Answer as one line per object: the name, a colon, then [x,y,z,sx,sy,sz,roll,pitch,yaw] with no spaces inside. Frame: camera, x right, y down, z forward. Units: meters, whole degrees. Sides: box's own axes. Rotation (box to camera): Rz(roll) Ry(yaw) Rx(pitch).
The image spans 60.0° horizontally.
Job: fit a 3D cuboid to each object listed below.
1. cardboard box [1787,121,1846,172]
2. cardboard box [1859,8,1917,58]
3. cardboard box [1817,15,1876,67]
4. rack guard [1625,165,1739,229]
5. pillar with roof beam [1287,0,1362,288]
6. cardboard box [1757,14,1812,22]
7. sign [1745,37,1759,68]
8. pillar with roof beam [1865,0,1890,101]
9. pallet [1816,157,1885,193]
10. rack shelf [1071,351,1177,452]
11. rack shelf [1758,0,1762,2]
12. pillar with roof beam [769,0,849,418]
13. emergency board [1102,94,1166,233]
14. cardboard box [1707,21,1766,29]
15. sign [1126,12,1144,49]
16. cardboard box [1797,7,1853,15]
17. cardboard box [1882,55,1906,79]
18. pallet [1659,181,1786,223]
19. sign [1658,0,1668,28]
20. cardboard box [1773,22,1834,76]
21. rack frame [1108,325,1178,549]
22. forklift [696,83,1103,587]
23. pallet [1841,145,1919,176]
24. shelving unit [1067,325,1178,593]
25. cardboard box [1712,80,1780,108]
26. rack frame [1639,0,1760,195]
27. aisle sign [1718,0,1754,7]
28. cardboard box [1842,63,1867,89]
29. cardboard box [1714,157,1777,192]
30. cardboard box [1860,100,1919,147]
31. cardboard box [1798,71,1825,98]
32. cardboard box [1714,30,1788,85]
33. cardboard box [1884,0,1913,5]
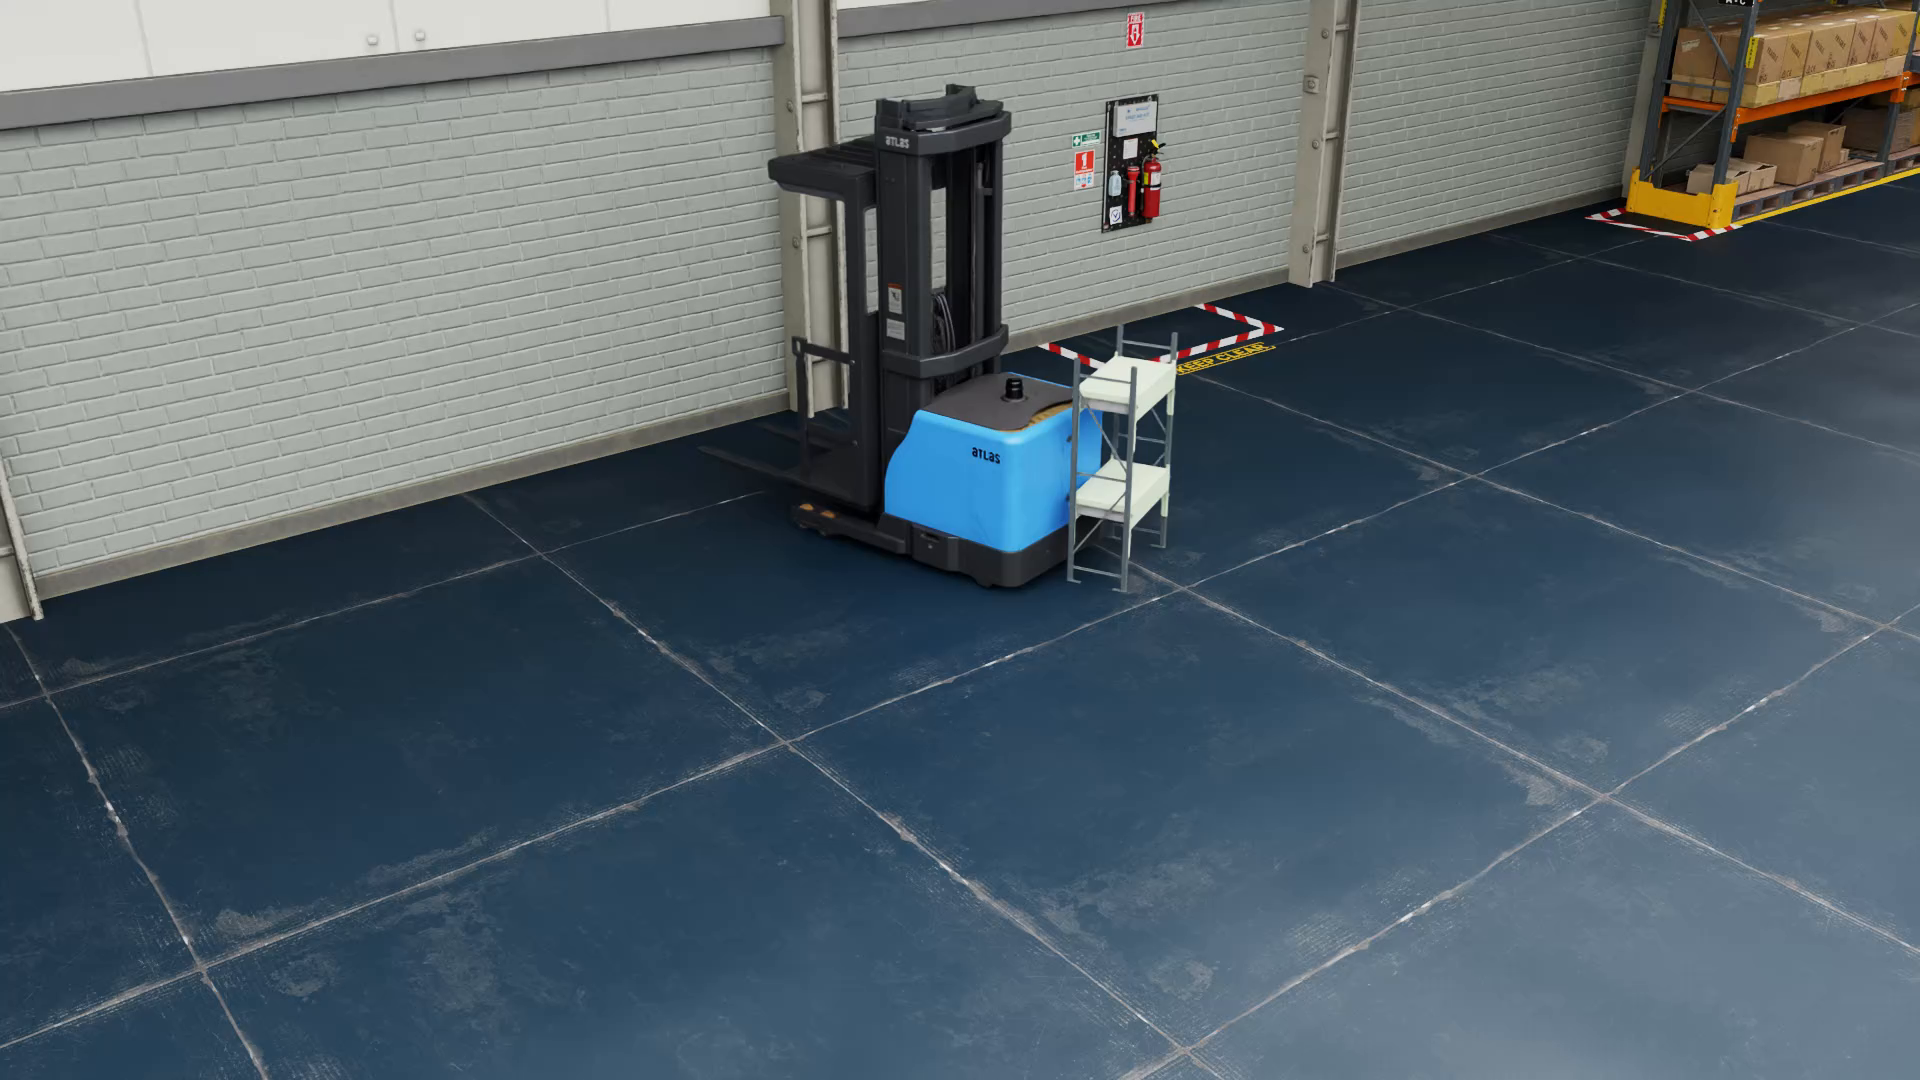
cardboard box: [10.626,-4.910,20.714,0.500,0.500,0.500,-21,32,-38]
cardboard box: [11.237,-6.184,20.274,0.500,0.500,0.500,-18,31,-34]
cardboard box: [10.445,-5.925,19.716,0.500,0.500,0.500,-19,31,-35]
rack guard: [8.330,-3.974,19.220,0.348,0.500,1.175,-18,31,-34]
pillar with roof beam: [6.223,-5.293,11.966,0.400,9.000,9.100,-18,31,-34]
cardboard box: [9.713,-5.957,19.785,0.500,0.500,0.500,-18,30,-33]
sign: [8.606,-5.301,18.082,0.005,0.325,0.100,-18,31,-34]
pillar with roof beam: [15.666,-8.411,18.683,0.400,9.000,9.100,-18,31,-34]
pallet: [10.912,-4.677,21.076,1.213,0.211,1.003,-18,31,-34]
rack shelf: [1.033,-0.877,10.430,0.431,0.370,0.720,12,27,23]
rack shelf: [9.845,-6.642,19.291,4.000,0.370,1.077,-18,31,-34]
pillar with roof beam: [1.501,-3.735,8.608,0.400,9.000,9.100,-18,31,-34]
emergency board: [1.598,-3.369,14.946,0.643,1.169,0.194,-18,31,-34]
cardboard box: [8.913,-5.690,19.211,0.500,0.500,0.500,-18,30,-33]
sign: [1.530,-4.451,14.525,0.199,0.298,0.001,-18,31,-34]
cardboard box: [10.510,-6.223,20.359,0.500,0.500,0.500,-18,31,-34]
cardboard box: [11.233,-5.845,20.436,0.500,0.250,0.500,-18,30,-34]
pallet: [8.992,-4.043,19.710,1.213,0.211,1.003,-18,31,-34]
sign: [7.944,-5.946,18.748,0.005,0.325,0.100,-18,31,-34]
cardboard box: [9.637,-5.651,19.127,0.500,0.500,0.500,-19,31,-36]
rack frame: [1.192,-0.662,10.894,0.400,1.500,0.023,12,27,23]
forklift: [-0.534,-1.515,11.034,3.031,2.935,1.130,18,31,34]
pallet: [12.030,-5.065,21.914,1.213,0.211,1.003,-18,31,-34]
shelving unit: [1.033,-0.523,10.595,0.431,1.500,0.755,12,27,23]
cardboard box: [8.851,-5.051,18.725,0.500,0.250,0.500,-19,31,-35]
rack frame: [8.271,-5.089,18.651,0.127,3.000,1.000,-18,31,-34]
aisle sign: [8.399,-6.150,17.849,0.004,0.787,0.394,-18,31,-34]
cardboard box: [10.449,-5.583,19.870,0.500,0.250,0.500,-18,31,-34]
cardboard box: [9.319,-4.366,19.767,0.500,0.311,0.500,-15,29,-30]
cardboard box: [12.363,-5.541,22.072,0.500,0.500,0.700,-19,31,-35]
cardboard box: [9.655,-5.321,19.307,0.500,0.250,0.500,-19,31,-35]
cardboard box: [8.832,-5.394,18.573,0.500,0.500,0.500,-18,31,-34]
cardboard box: [12.284,-6.636,21.344,0.500,0.500,0.700,-15,29,-29]
